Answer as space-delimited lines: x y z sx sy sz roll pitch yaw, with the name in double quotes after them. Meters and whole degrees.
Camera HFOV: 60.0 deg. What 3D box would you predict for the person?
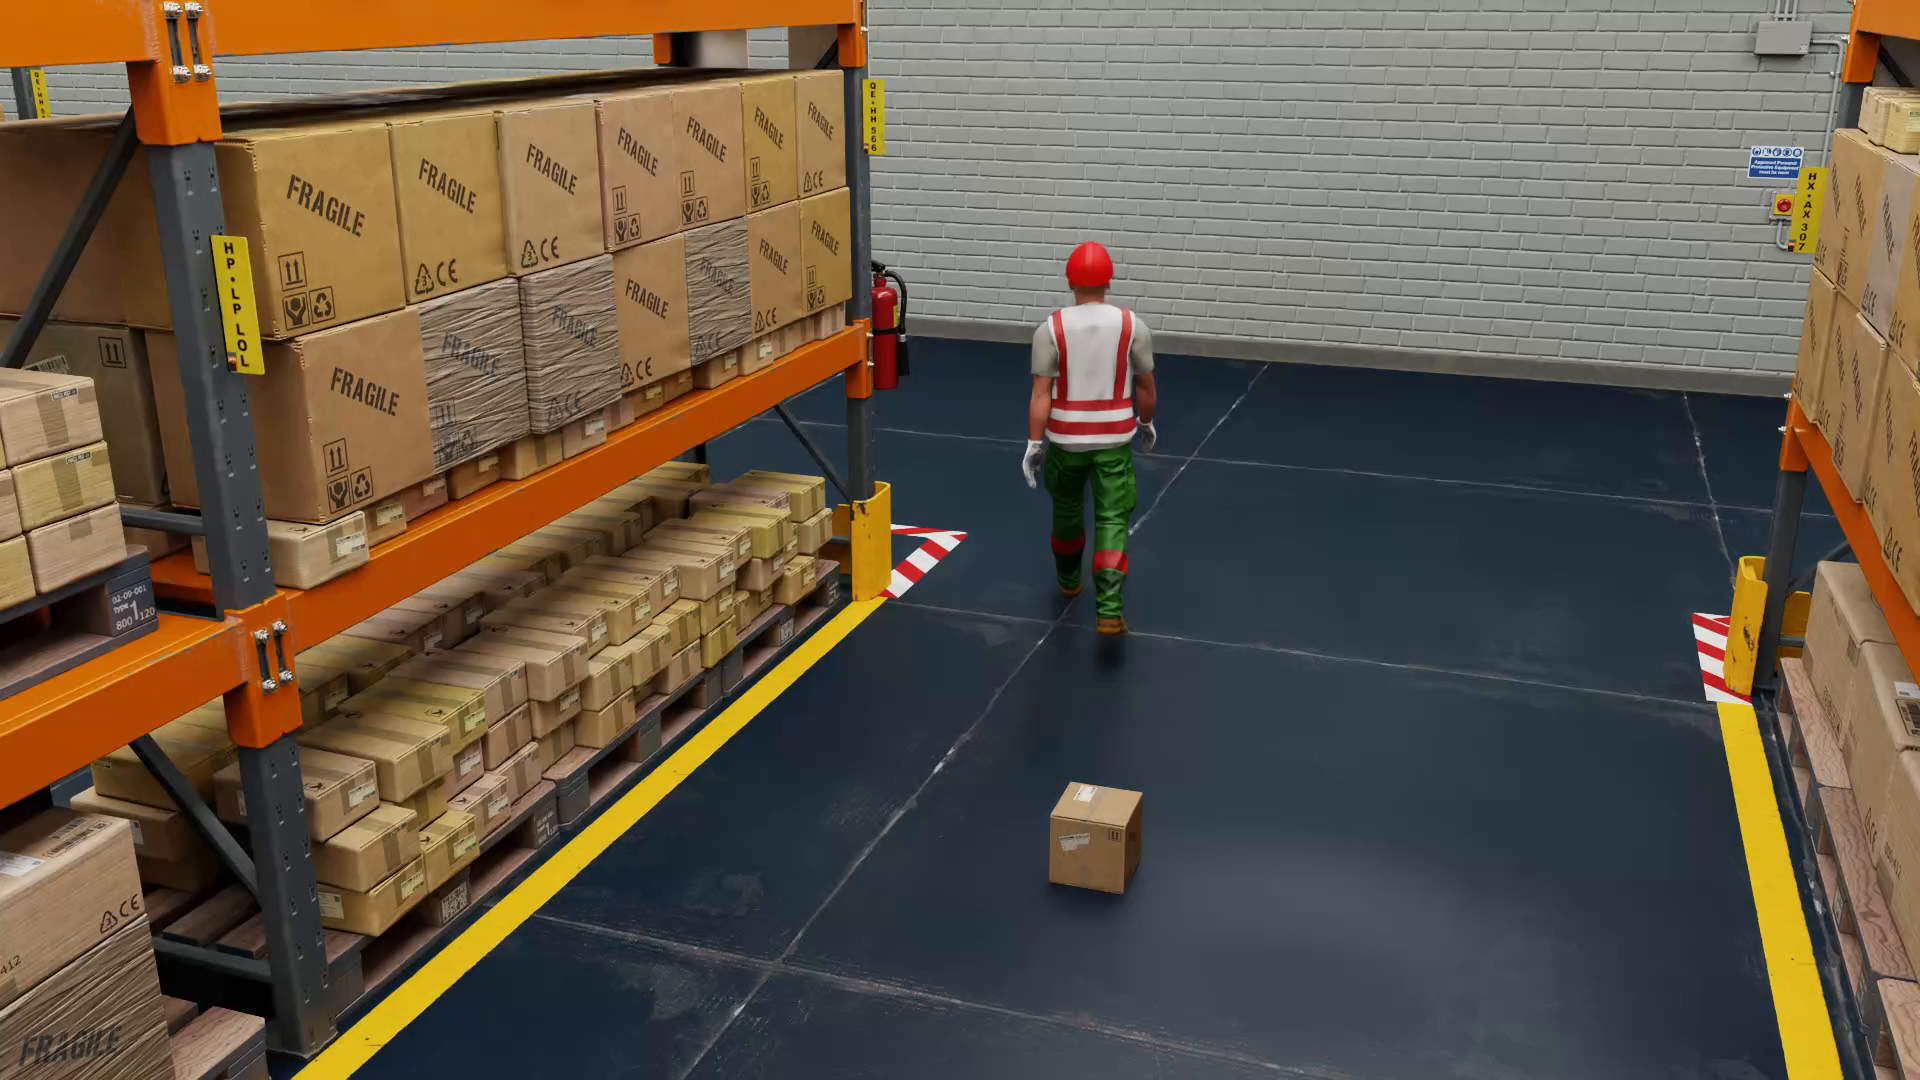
0.586 -0.470 7.451 0.594 1.743 1.085 2 19 5 "person"
